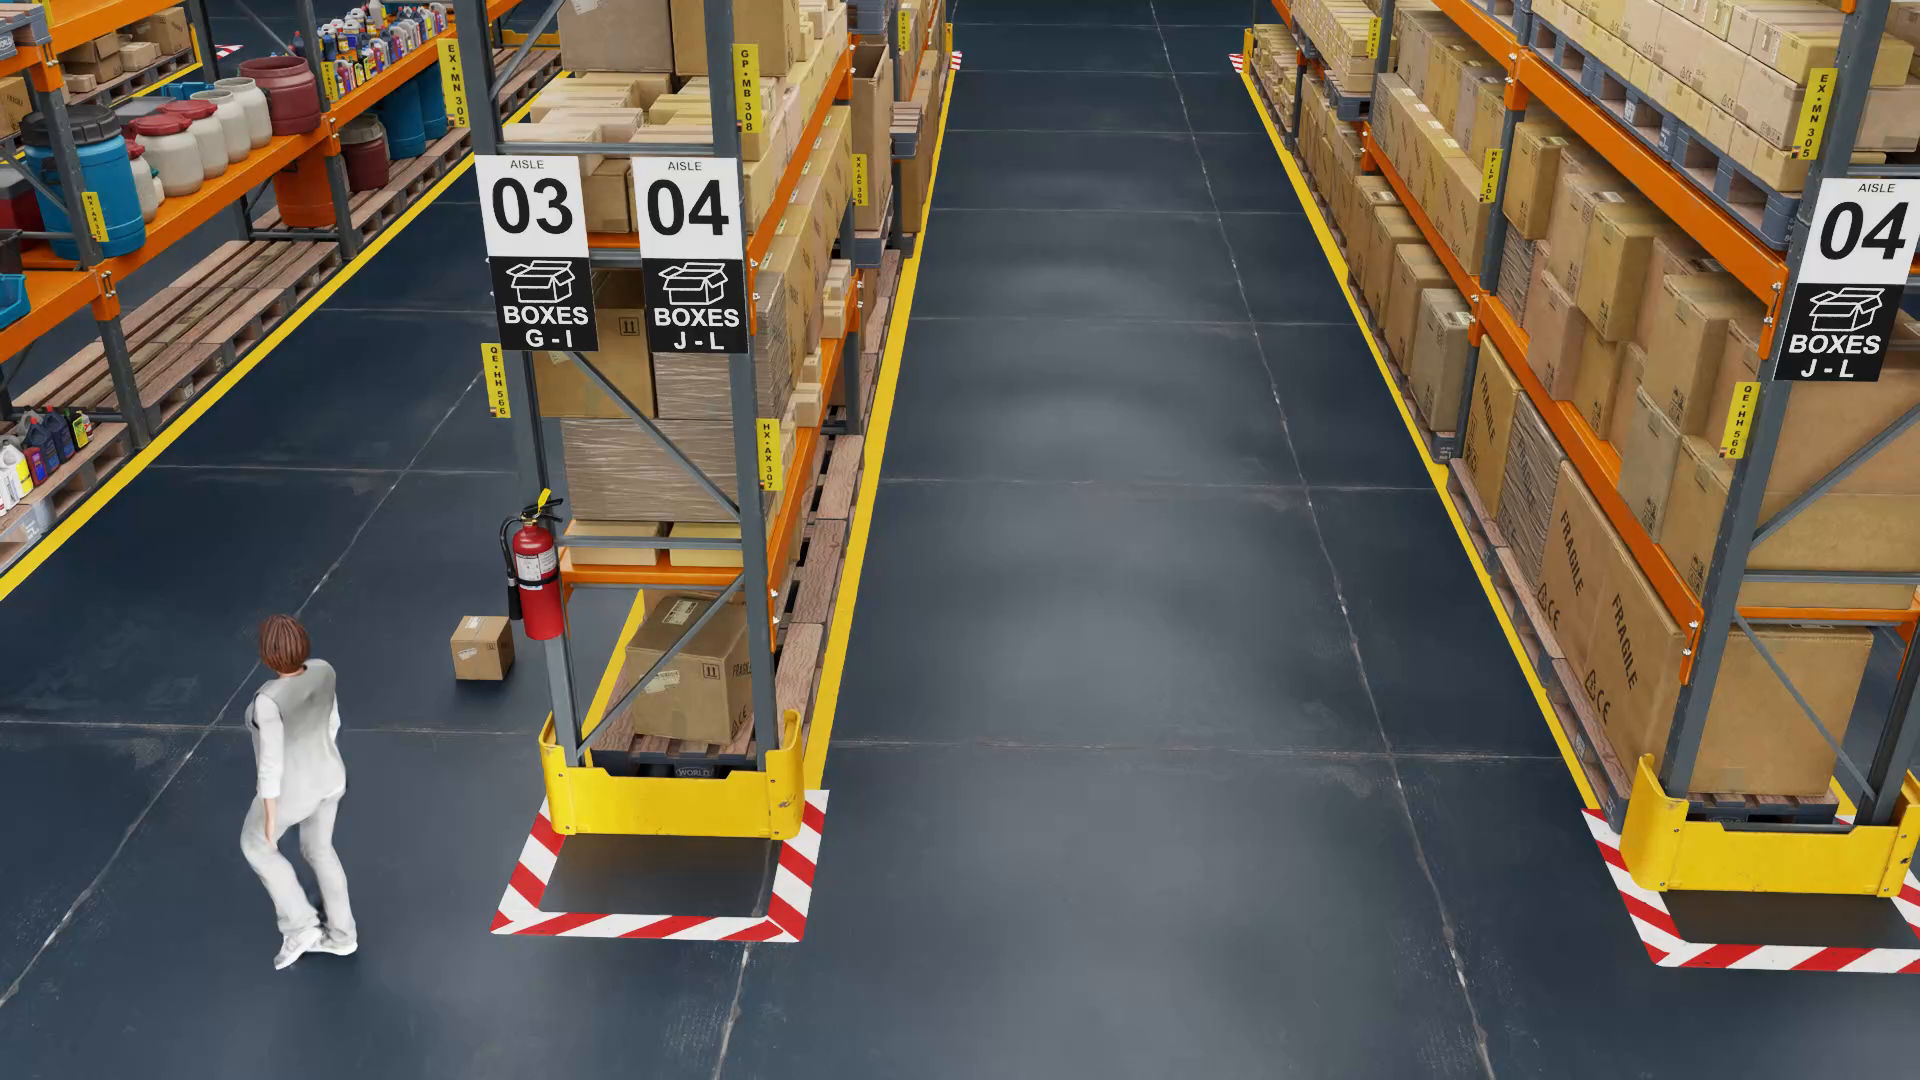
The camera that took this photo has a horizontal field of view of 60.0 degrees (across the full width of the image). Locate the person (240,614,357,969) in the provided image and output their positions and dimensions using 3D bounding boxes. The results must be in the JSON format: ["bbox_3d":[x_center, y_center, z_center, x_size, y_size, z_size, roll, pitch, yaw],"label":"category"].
[{"bbox_3d":[-2.706,1.008,6.730,0.421,1.590,0.493,14,31,24],"label":"person"}]
